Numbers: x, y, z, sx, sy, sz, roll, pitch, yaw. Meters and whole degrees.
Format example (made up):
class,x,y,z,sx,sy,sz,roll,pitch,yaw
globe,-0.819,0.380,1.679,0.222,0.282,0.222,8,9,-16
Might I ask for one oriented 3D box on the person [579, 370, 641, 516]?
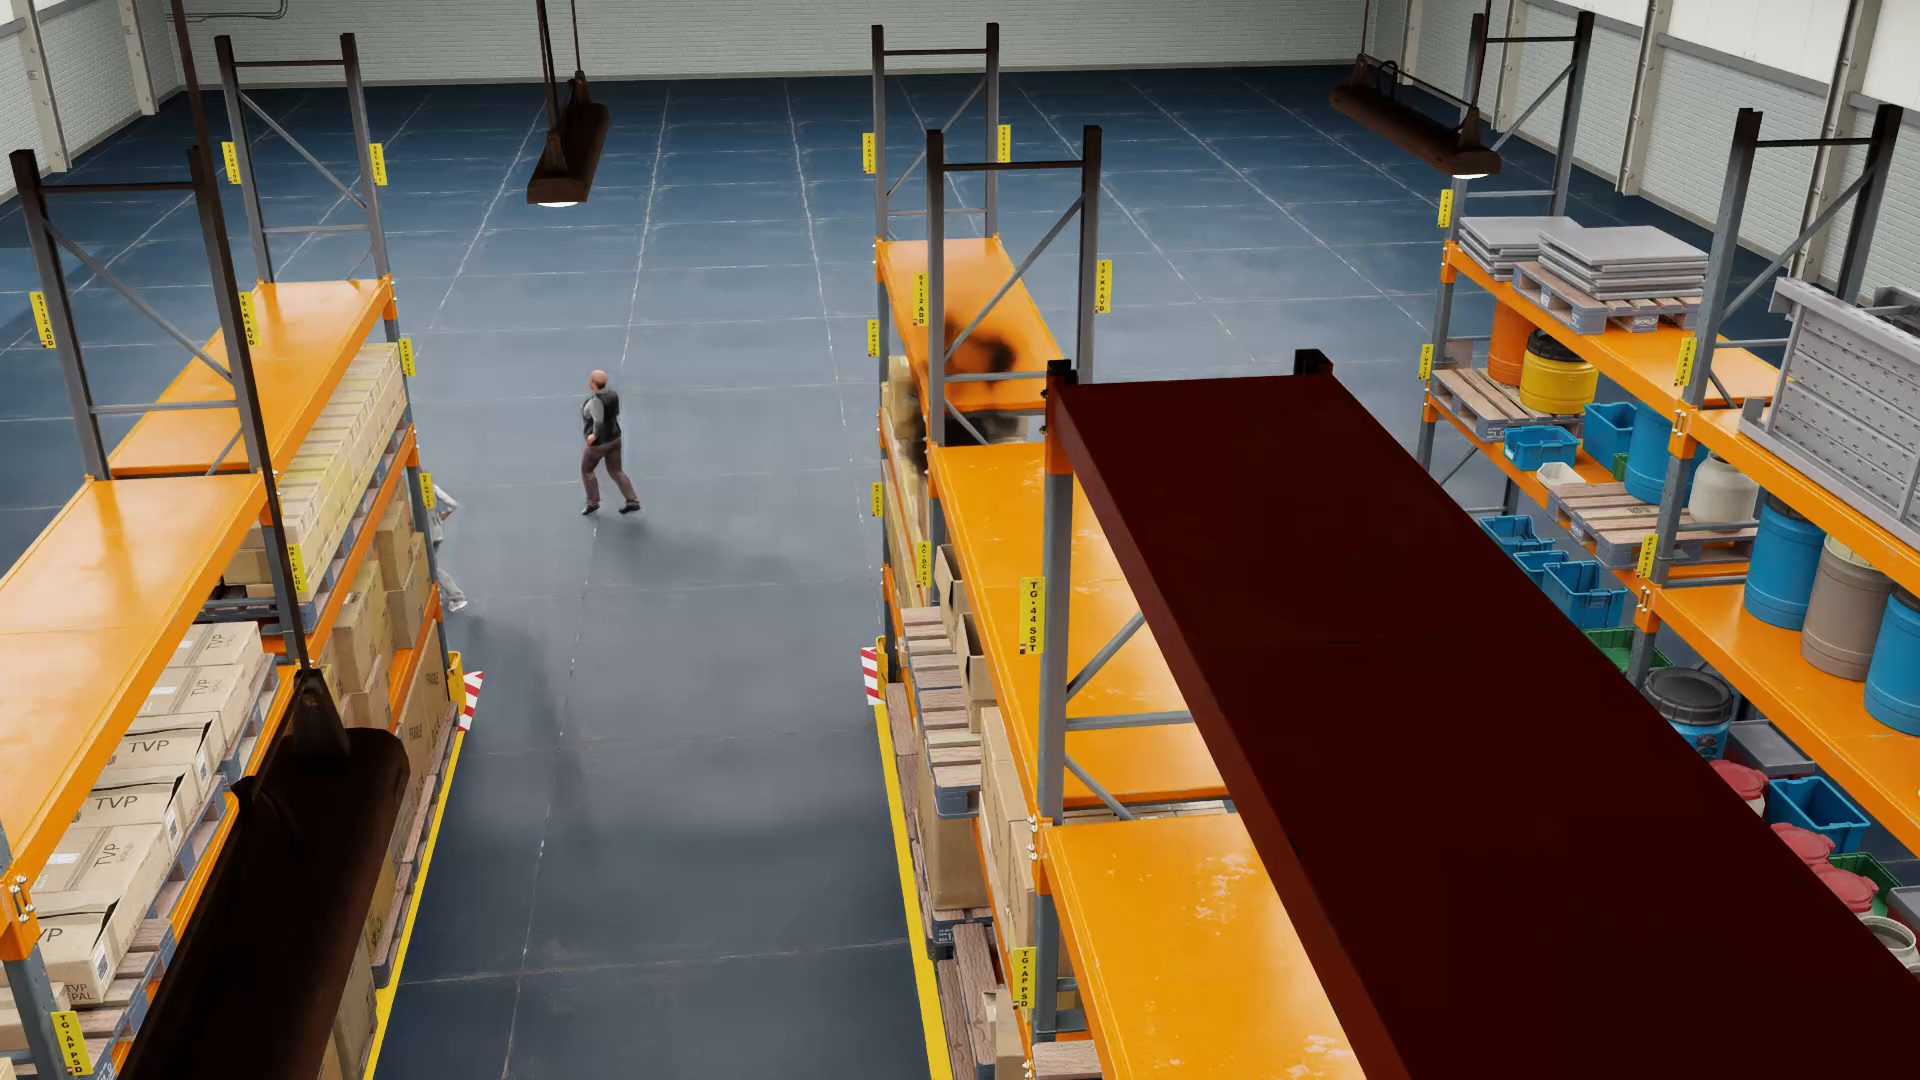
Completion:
class,x,y,z,sx,sy,sz,roll,pitch,yaw
person,-3.996,-1.058,18.738,0.801,1.784,0.643,15,29,28

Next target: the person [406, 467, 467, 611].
class,x,y,z,sx,sy,sz,roll,pitch,yaw
person,-5.304,0.021,16.630,0.699,1.646,0.569,21,32,36
